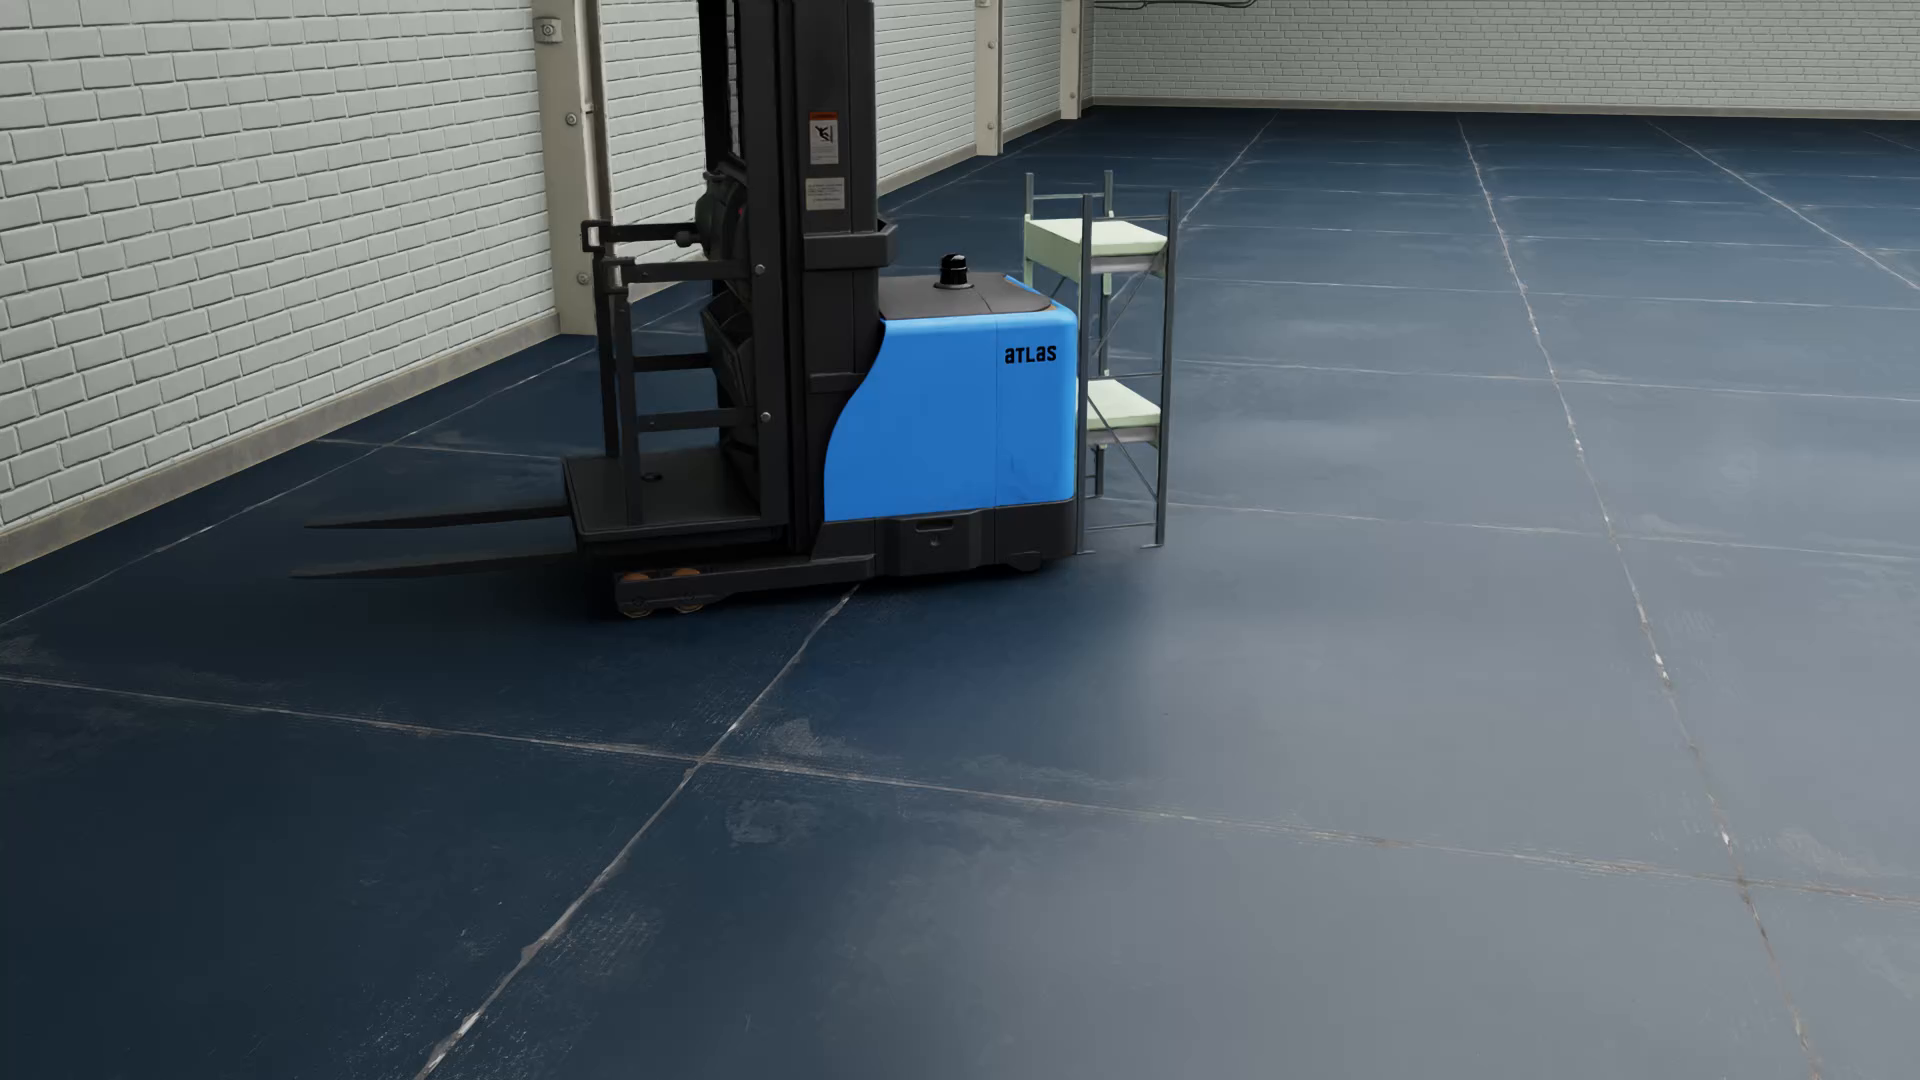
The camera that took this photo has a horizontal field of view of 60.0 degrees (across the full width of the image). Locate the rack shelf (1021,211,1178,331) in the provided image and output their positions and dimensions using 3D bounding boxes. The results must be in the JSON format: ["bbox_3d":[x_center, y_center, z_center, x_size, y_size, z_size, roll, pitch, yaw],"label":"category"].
[{"bbox_3d":[0.576,-1.150,7.026,0.431,0.370,0.720,-5,20,-15],"label":"rack shelf"}]

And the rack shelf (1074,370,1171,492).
[{"bbox_3d":[0.576,-0.472,7.257,0.431,0.370,0.720,-5,20,-15],"label":"rack shelf"}]

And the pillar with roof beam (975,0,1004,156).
[{"bbox_3d":[4.559,-9.135,20.010,9.100,9.000,0.400,5,19,13],"label":"pillar with roof beam"}]

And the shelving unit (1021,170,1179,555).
[{"bbox_3d":[0.576,-0.780,7.152,0.431,1.500,0.755,-5,20,-15],"label":"shelving unit"}]

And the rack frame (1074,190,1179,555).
[{"bbox_3d":[0.677,-0.667,6.819,0.400,1.500,0.023,-5,20,-15],"label":"rack frame"}]

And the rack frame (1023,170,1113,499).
[{"bbox_3d":[0.474,-0.894,7.485,0.400,1.500,0.023,-5,20,-15],"label":"rack frame"}]

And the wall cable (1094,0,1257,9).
[{"bbox_3d":[3.852,-10.705,29.411,3.097,2.526,0.112,5,19,13],"label":"wall cable"}]

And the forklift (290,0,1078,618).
[{"bbox_3d":[-1.099,-1.281,6.404,3.031,2.935,1.130,-5,20,-15],"label":"forklift"}]

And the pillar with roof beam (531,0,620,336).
[{"bbox_3d":[1.627,-5.374,8.998,9.100,9.000,0.400,5,19,13],"label":"pillar with roof beam"}]

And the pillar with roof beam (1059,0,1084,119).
[{"bbox_3d":[6.025,-11.016,25.516,9.100,9.000,0.400,5,19,13],"label":"pillar with roof beam"}]
